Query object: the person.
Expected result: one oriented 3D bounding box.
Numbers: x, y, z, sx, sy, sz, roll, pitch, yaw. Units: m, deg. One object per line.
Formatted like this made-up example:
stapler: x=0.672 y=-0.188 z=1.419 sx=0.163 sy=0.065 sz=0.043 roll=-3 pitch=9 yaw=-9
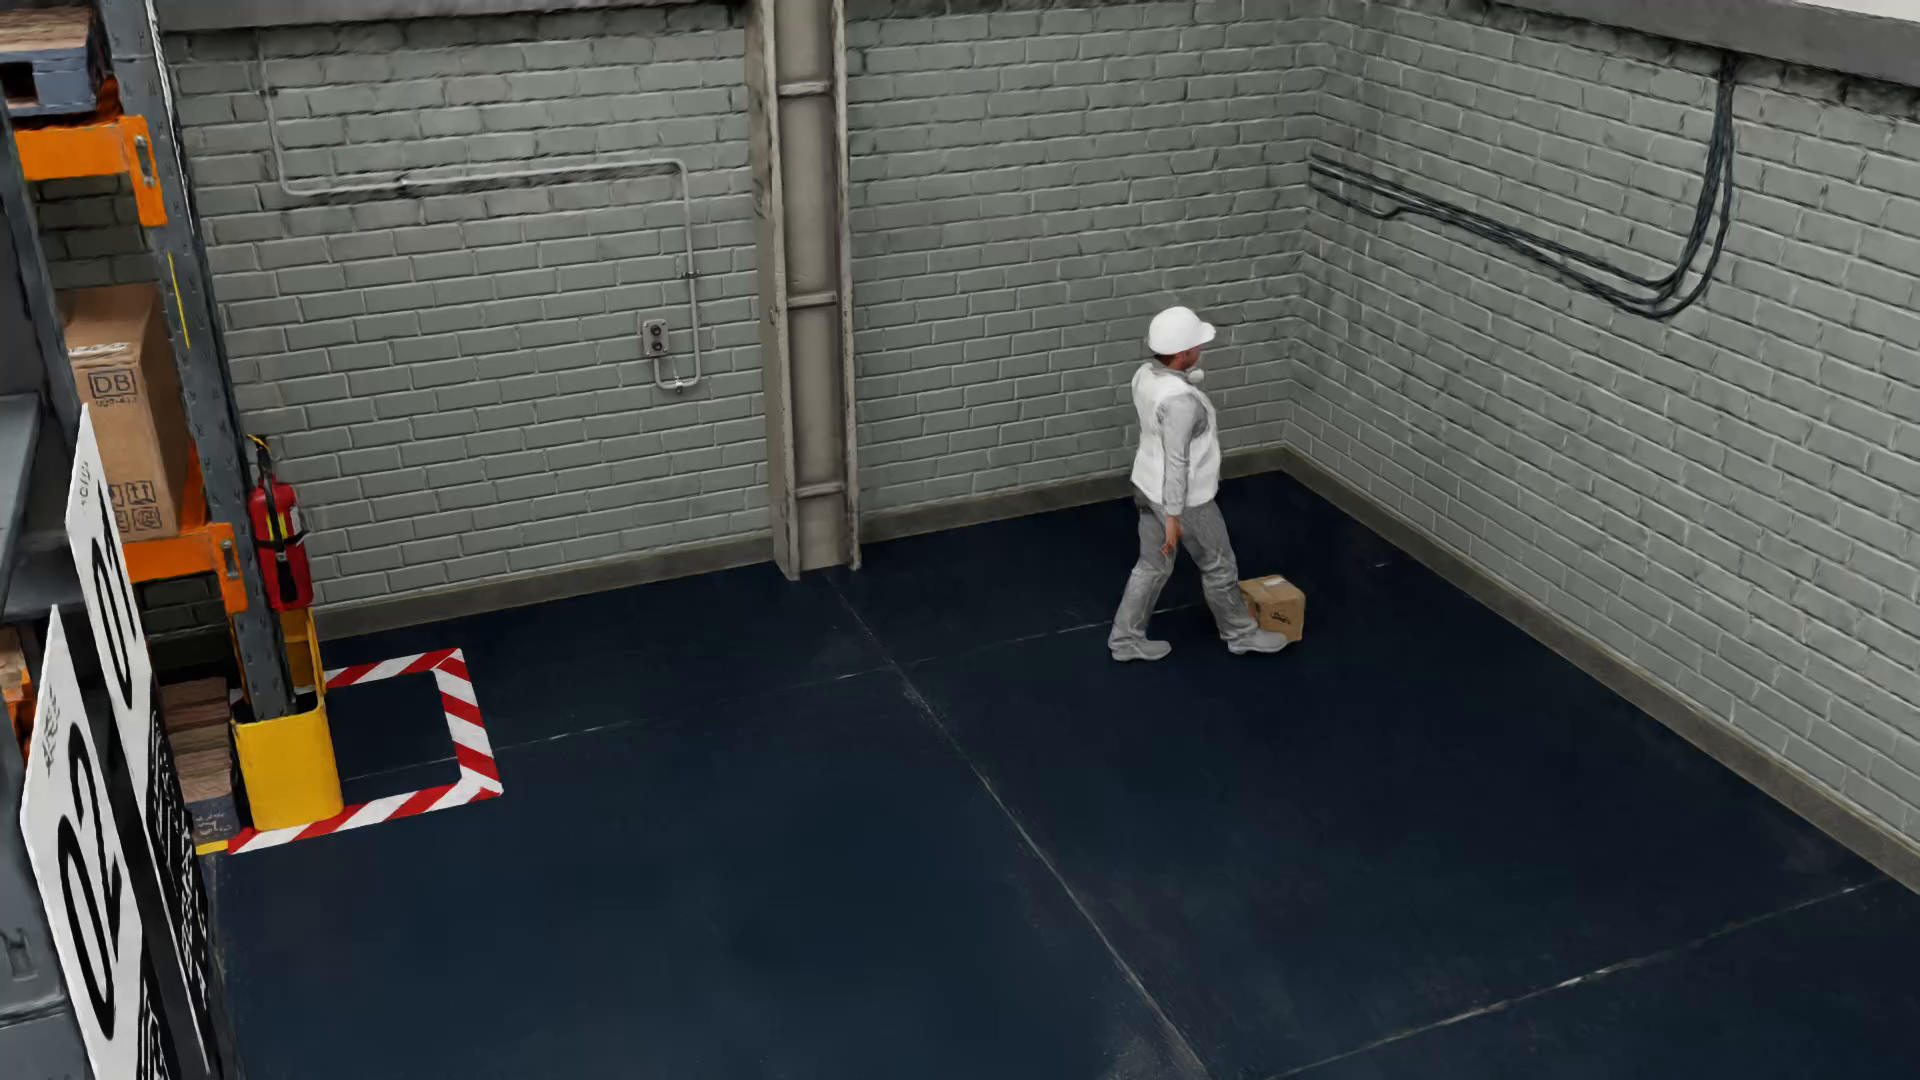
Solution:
person: x=1.113 y=-0.258 z=7.612 sx=0.849 sy=1.749 sz=0.587 roll=-9 pitch=27 yaw=-18
